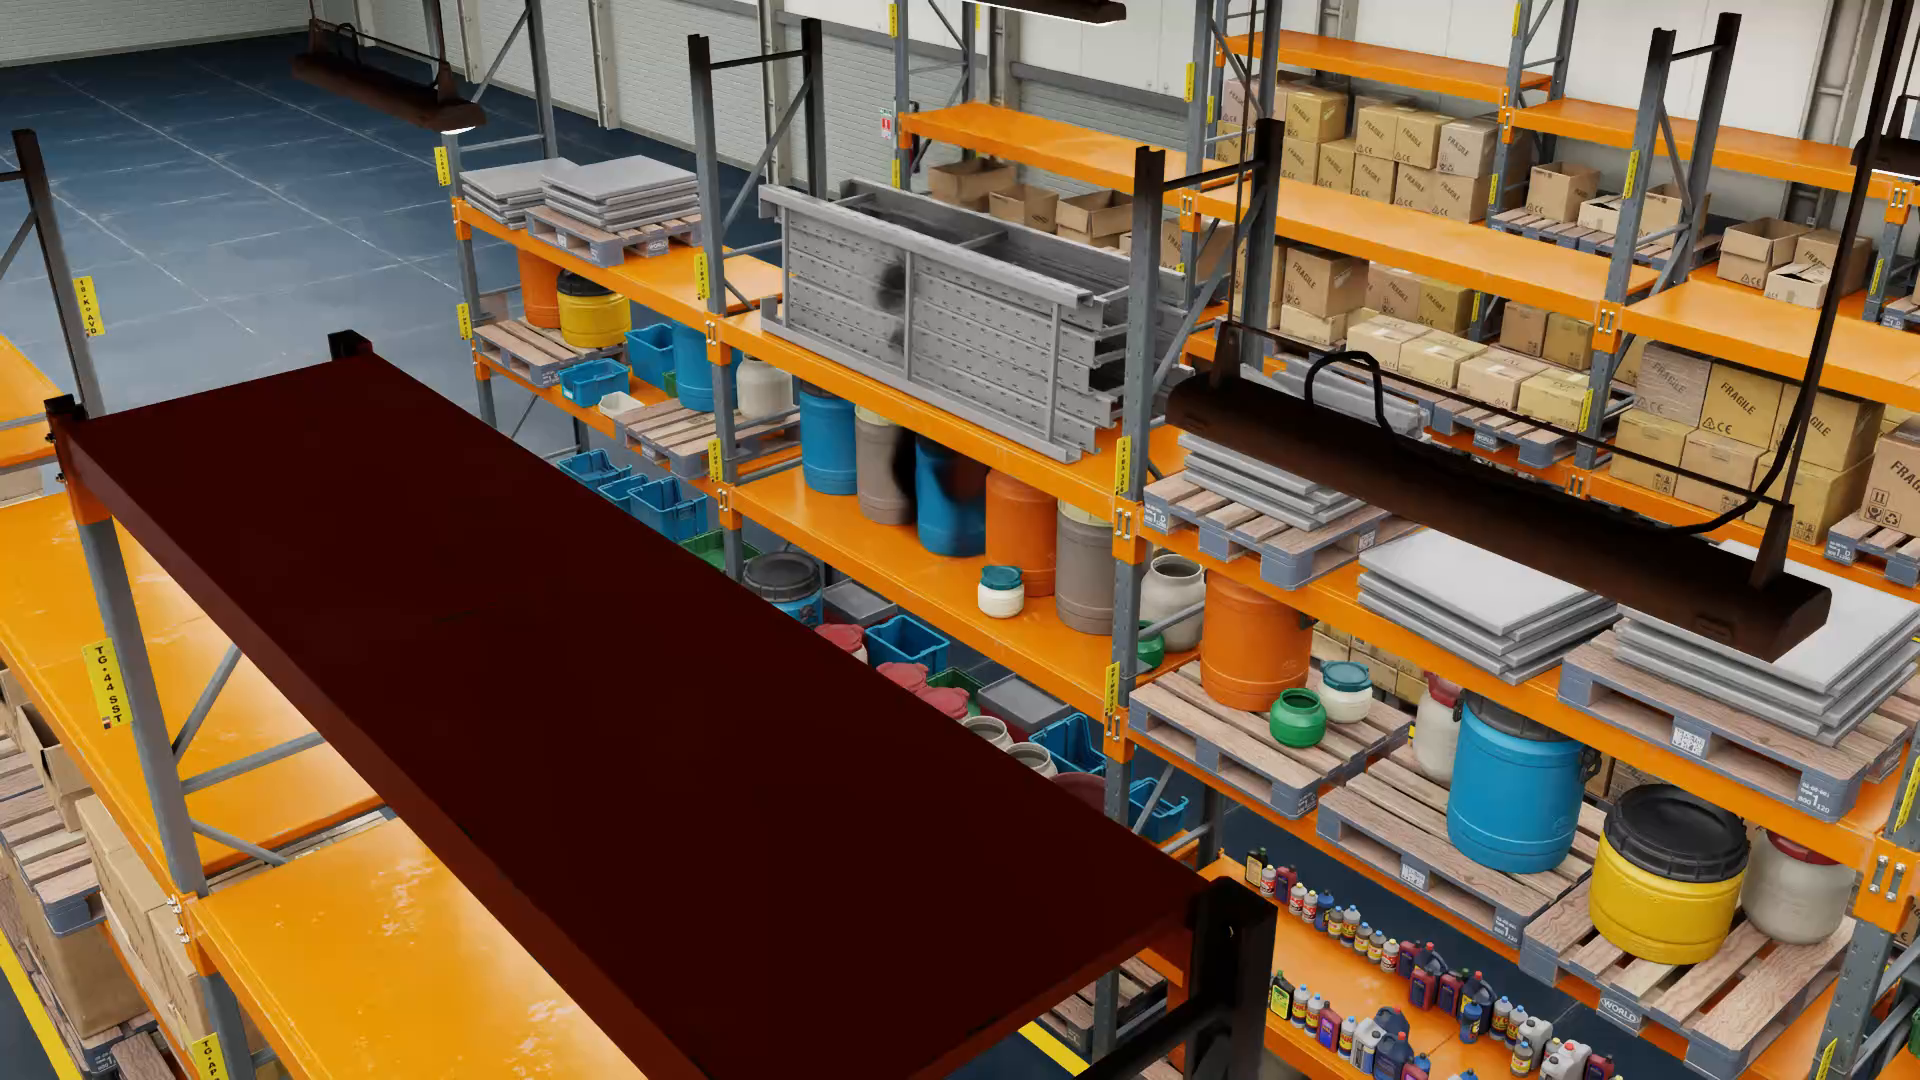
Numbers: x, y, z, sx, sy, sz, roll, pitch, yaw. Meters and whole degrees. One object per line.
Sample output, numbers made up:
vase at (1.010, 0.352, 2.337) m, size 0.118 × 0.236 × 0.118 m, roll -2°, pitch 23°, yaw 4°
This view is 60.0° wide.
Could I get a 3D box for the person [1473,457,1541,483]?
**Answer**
person at (5.373, -0.360, 16.282) m, size 0.836 × 1.837 × 0.652 m, roll 20°, pitch 33°, yaw 34°
